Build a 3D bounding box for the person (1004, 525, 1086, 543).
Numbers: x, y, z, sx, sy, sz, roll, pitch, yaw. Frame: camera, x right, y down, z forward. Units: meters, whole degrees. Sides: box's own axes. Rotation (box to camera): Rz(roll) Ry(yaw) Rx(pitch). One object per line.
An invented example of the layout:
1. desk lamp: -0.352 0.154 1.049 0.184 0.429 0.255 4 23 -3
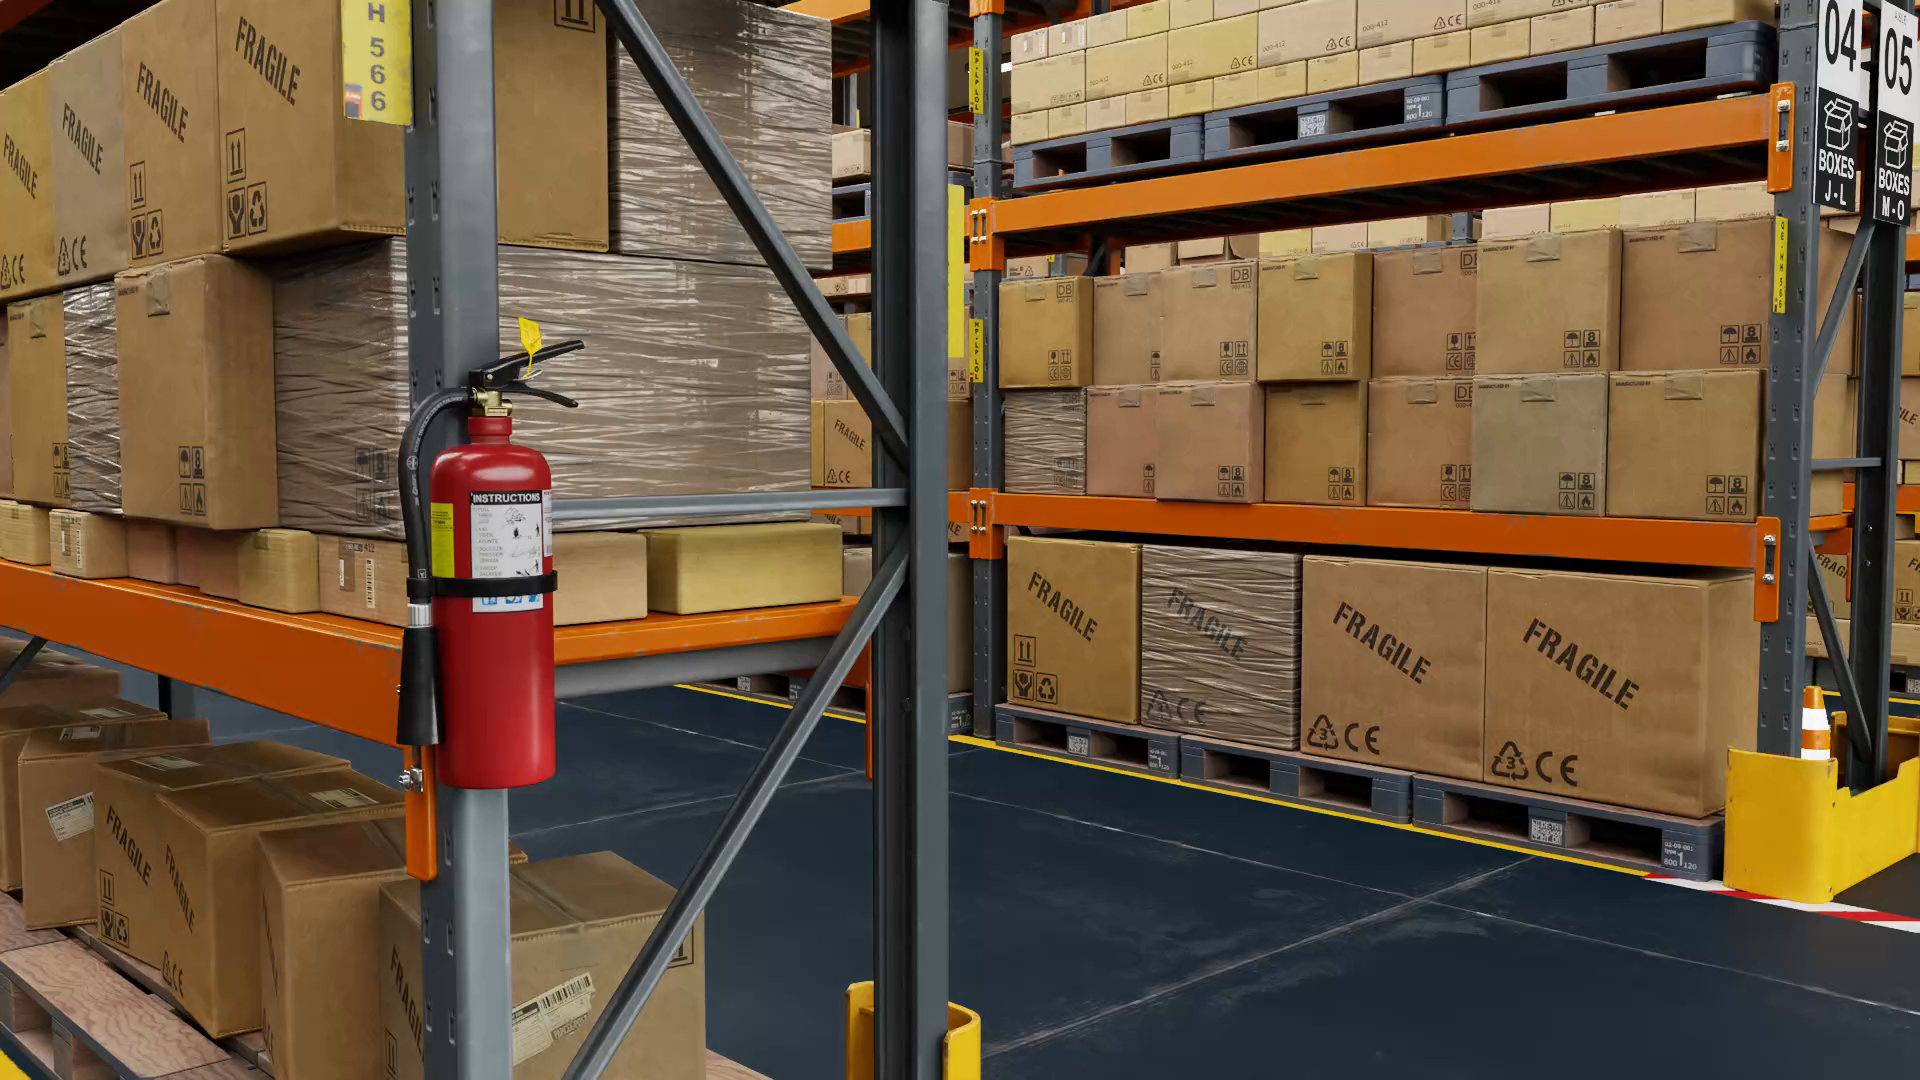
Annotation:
1. person: 0.697 0.251 12.713 0.577 1.078 0.949 4 5 43
